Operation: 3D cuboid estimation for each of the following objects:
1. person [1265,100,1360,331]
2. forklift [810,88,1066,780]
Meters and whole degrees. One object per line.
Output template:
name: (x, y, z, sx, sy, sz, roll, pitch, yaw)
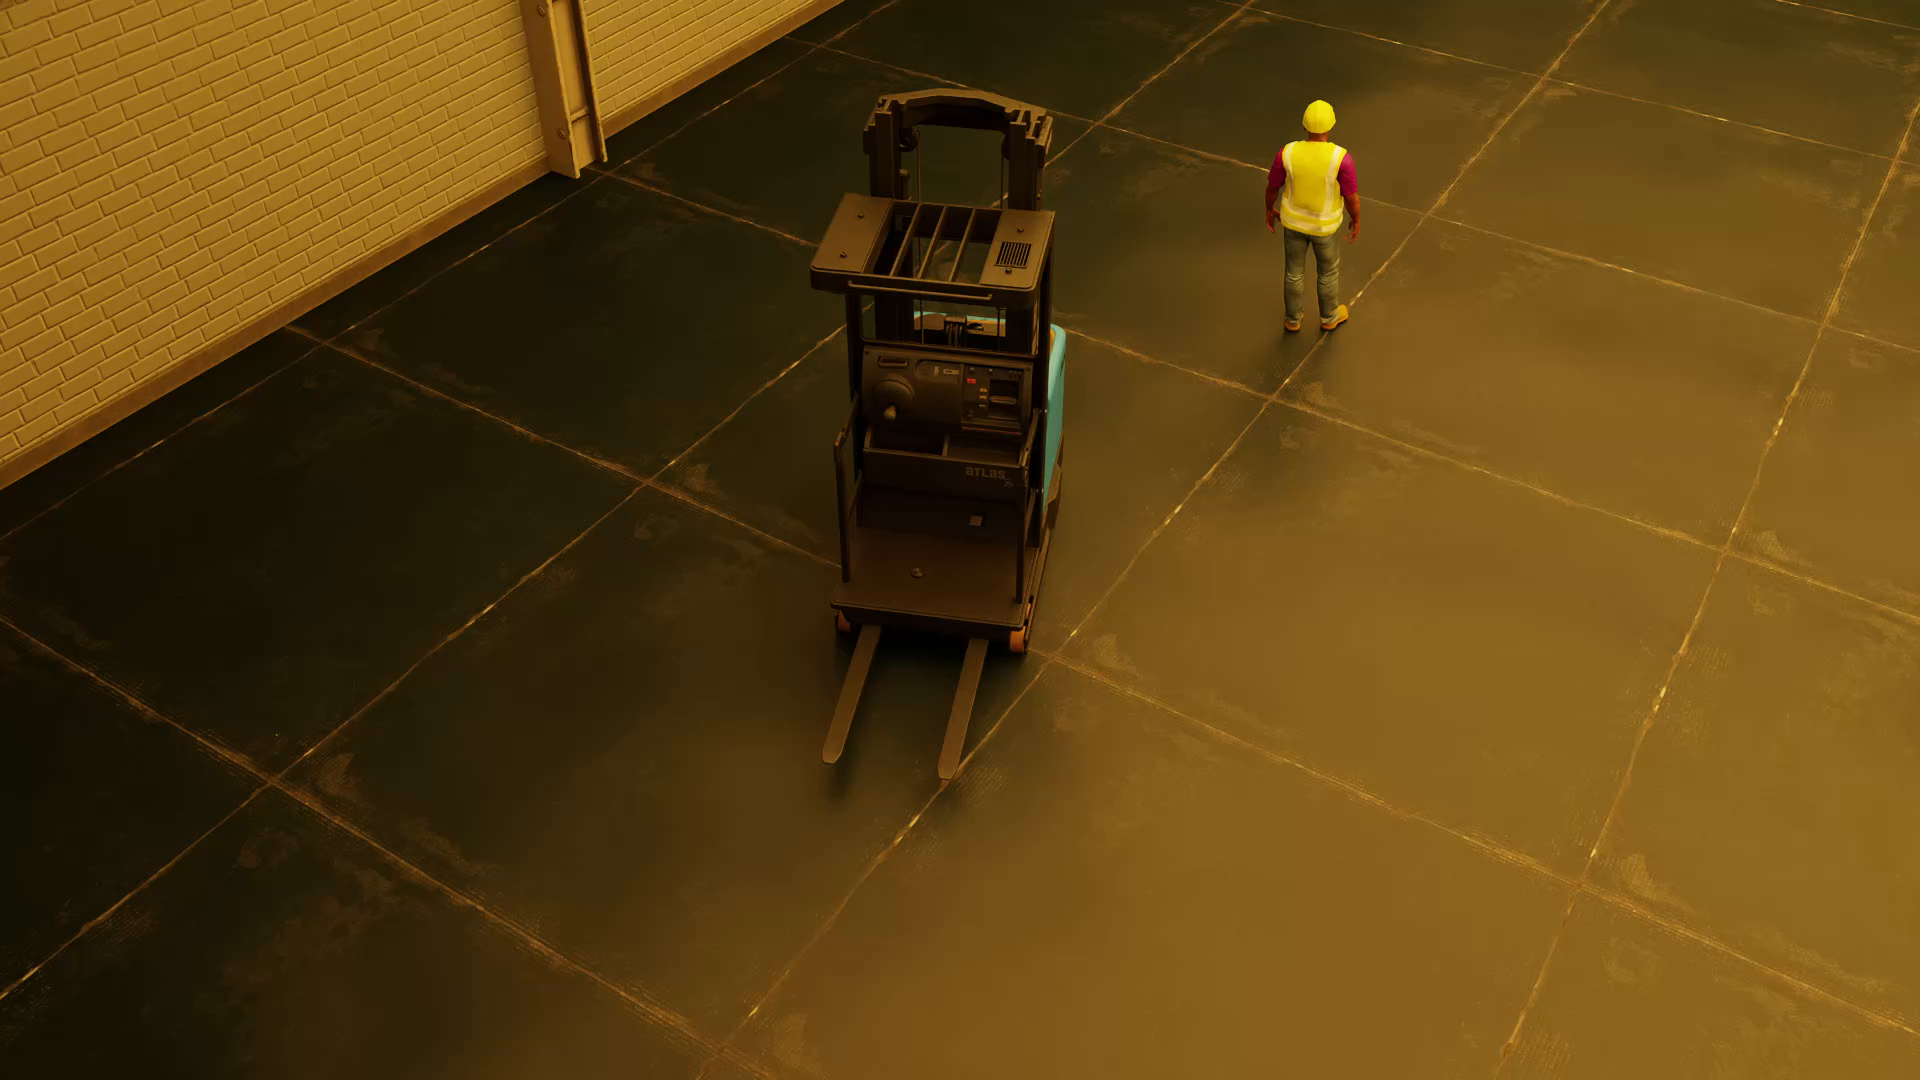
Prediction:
person: (2.452, -2.251, 11.513, 0.666, 1.766, 0.577, 16, 43, 18)
forklift: (-0.108, -0.731, 8.830, 1.130, 2.935, 3.031, 7, 41, 8)
